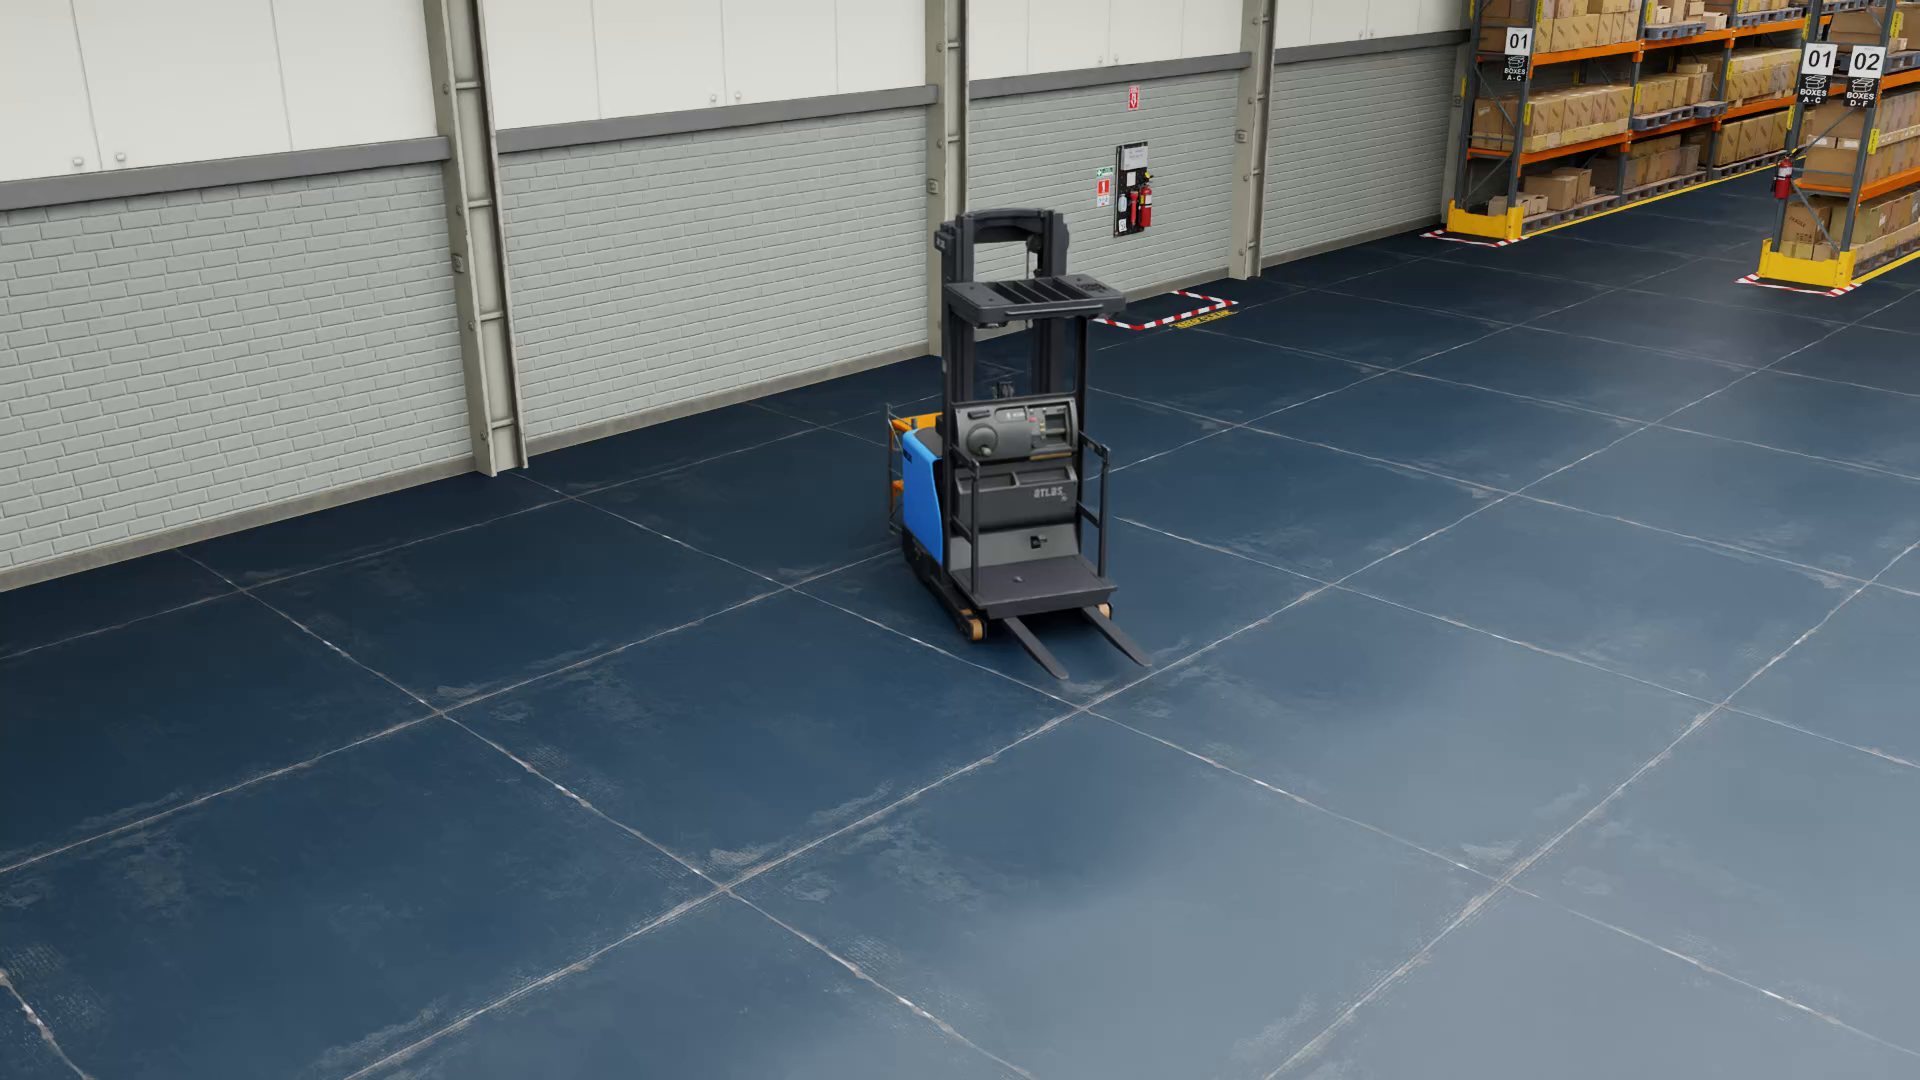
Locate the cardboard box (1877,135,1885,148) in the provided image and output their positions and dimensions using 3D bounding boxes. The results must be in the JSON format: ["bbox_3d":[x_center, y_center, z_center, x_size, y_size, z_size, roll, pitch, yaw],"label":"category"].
[{"bbox_3d":[12.698,-5.597,23.274,0.380,0.149,0.250,19,28,41],"label":"cardboard box"}]

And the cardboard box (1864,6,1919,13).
[{"bbox_3d":[13.464,-7.415,23.941,0.637,0.503,0.797,-16,26,-36],"label":"cardboard box"}]

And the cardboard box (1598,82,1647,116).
[{"bbox_3d":[11.531,-7.710,29.062,0.700,0.500,0.500,19,28,41],"label":"cardboard box"}]

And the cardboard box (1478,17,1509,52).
[{"bbox_3d":[8.470,-7.934,26.050,0.500,0.500,0.500,-18,27,-38],"label":"cardboard box"}]

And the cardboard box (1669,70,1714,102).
[{"bbox_3d":[13.621,-8.493,31.098,0.700,0.500,0.500,15,26,35],"label":"cardboard box"}]

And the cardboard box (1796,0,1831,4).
[{"bbox_3d":[17.403,-11.076,33.877,0.500,0.250,0.500,19,28,40],"label":"cardboard box"}]

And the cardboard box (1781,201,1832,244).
[{"bbox_3d":[12.073,-4.543,23.778,0.500,0.500,0.500,19,28,41],"label":"cardboard box"}]

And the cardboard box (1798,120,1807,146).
[{"bbox_3d":[17.327,-8.588,34.997,0.700,0.500,0.500,20,29,41],"label":"cardboard box"}]

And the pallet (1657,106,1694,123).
[{"bbox_3d":[12.590,-7.755,30.200,1.003,0.211,1.213,19,28,41],"label":"pallet"}]

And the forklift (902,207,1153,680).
[{"bbox_3d":[0.485,-0.797,11.925,1.130,2.935,3.031,-7,22,-18],"label":"forklift"}]

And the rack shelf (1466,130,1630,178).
[{"bbox_3d":[9.756,-6.486,27.632,1.077,0.370,4.000,19,28,41],"label":"rack shelf"}]

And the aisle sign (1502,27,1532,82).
[{"bbox_3d":[8.525,-7.427,25.456,0.394,0.787,0.004,19,28,41],"label":"aisle sign"}]

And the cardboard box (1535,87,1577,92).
[{"bbox_3d":[9.958,-7.298,27.878,0.500,0.500,0.500,-19,28,-41],"label":"cardboard box"}]

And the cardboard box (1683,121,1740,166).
[{"bbox_3d":[14.548,-7.713,32.232,0.750,0.750,0.750,19,28,40],"label":"cardboard box"}]

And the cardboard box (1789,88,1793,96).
[{"bbox_3d":[16.699,-9.126,33.822,0.380,0.149,0.250,20,28,41],"label":"cardboard box"}]

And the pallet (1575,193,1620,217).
[{"bbox_3d":[10.708,-5.852,28.869,1.003,0.211,1.213,19,28,41],"label":"pallet"}]

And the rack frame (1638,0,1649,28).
[{"bbox_3d":[11.151,-10.136,27.764,1.000,3.000,0.127,19,28,41],"label":"rack frame"}]

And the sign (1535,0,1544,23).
[{"bbox_3d":[8.750,-7.980,25.117,0.100,0.325,0.005,19,28,41],"label":"sign"}]

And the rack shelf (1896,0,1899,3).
[{"bbox_3d":[13.308,-7.860,23.404,1.077,0.370,4.000,19,28,41],"label":"rack shelf"}]

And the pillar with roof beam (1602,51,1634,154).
[{"bbox_3d":[15.499,-9.969,27.330,9.100,9.000,0.400,19,28,41],"label":"pillar with roof beam"}]

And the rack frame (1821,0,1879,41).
[{"bbox_3d":[19.522,-10.420,36.866,1.000,3.000,0.127,19,28,41],"label":"rack frame"}]

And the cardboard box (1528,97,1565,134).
[{"bbox_3d":[9.261,-6.769,26.502,0.500,0.500,0.500,19,28,41],"label":"cardboard box"}]

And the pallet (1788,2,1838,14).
[{"bbox_3d":[17.310,-10.958,34.209,1.003,0.211,1.213,19,28,41],"label":"pallet"}]

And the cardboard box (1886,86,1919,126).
[{"bbox_3d":[13.696,-6.375,24.393,0.700,0.500,0.500,19,28,41],"label":"cardboard box"}]

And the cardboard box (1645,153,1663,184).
[{"bbox_3d":[12.362,-6.834,30.406,0.700,0.500,0.500,20,28,41],"label":"cardboard box"}]

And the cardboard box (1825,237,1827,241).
[{"bbox_3d":[12.415,-4.324,24.254,0.500,0.250,0.500,19,28,41],"label":"cardboard box"}]

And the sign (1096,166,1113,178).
[{"bbox_3d":[1.842,-4.682,21.150,0.001,0.109,0.331,19,28,41],"label":"sign"}]

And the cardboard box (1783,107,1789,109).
[{"bbox_3d":[17.810,-9.172,35.612,0.380,0.149,0.250,20,28,41],"label":"cardboard box"}]

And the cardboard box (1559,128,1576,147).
[{"bbox_3d":[9.640,-6.559,27.002,0.500,0.250,0.500,19,28,40],"label":"cardboard box"}]

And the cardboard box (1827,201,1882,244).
[{"bbox_3d":[12.793,-4.542,23.775,0.500,0.500,0.500,19,28,41],"label":"cardboard box"}]

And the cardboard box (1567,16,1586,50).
[{"bbox_3d":[9.533,-8.050,26.352,0.500,0.500,0.500,-19,28,-40],"label":"cardboard box"}]

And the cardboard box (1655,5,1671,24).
[{"bbox_3d":[12.019,-9.169,28.969,0.500,0.311,0.500,-19,28,-40],"label":"cardboard box"}]

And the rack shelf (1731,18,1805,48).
[{"bbox_3d":[15.337,-9.942,32.444,1.077,0.370,4.000,19,28,41],"label":"rack shelf"}]

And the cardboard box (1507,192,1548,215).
[{"bbox_3d":[9.306,-5.560,27.354,0.500,0.311,0.500,-17,27,-38],"label":"cardboard box"}]

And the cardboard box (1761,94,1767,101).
[{"bbox_3d":[15.781,-8.811,33.001,0.380,0.149,0.250,18,28,39],"label":"cardboard box"}]

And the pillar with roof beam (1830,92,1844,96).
[{"bbox_3d":[23.871,-13.054,35.355,9.100,9.000,0.400,19,28,41],"label":"pillar with roof beam"}]

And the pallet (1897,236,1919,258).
[{"bbox_3d":[14.118,-4.601,25.613,1.003,0.211,1.213,19,28,41],"label":"pallet"}]

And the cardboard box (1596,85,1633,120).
[{"bbox_3d":[11.043,-7.426,28.212,0.500,0.500,0.500,19,28,41],"label":"cardboard box"}]

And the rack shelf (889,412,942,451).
[{"bbox_3d":[-0.037,-0.889,13.864,1.000,0.278,0.538,-12,24,-28],"label":"rack shelf"}]

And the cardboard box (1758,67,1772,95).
[{"bbox_3d":[15.540,-9.015,32.628,0.500,0.500,0.500,-19,28,-41],"label":"cardboard box"}]

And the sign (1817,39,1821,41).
[{"bbox_3d":[19.129,-11.002,37.062,0.100,0.325,0.005,19,28,41],"label":"sign"}]

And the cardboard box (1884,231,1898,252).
[{"bbox_3d":[13.494,-4.448,24.576,0.500,0.250,0.500,19,28,41],"label":"cardboard box"}]

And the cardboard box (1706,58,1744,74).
[{"bbox_3d":[14.463,-8.968,31.461,0.500,0.250,0.500,-19,28,-41],"label":"cardboard box"}]

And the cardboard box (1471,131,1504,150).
[{"bbox_3d":[8.548,-6.415,26.628,0.500,0.250,0.500,-20,28,-41],"label":"cardboard box"}]

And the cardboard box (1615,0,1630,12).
[{"bbox_3d":[10.619,-8.917,27.215,0.500,0.500,0.500,-18,28,-39],"label":"cardboard box"}]

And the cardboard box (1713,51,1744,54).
[{"bbox_3d":[15.151,-9.485,32.804,0.500,0.250,0.500,18,28,39],"label":"cardboard box"}]

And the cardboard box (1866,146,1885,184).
[{"bbox_3d":[12.610,-5.368,23.583,0.500,0.500,0.700,-19,28,-41],"label":"cardboard box"}]

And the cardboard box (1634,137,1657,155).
[{"bbox_3d":[12.318,-7.166,30.226,0.500,0.250,0.500,18,28,39],"label":"cardboard box"}]

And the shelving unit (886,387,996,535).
[{"bbox_3d":[-0.037,-0.615,13.970,1.048,1.125,0.538,-12,24,-28],"label":"shelving unit"}]

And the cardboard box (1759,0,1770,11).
[{"bbox_3d":[15.302,-10.573,32.331,0.700,0.500,0.500,19,28,41],"label":"cardboard box"}]

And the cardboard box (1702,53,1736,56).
[{"bbox_3d":[14.796,-9.353,32.463,0.500,0.250,0.500,18,28,39],"label":"cardboard box"}]

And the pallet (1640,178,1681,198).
[{"bbox_3d":[12.544,-6.550,30.682,1.003,0.211,1.213,19,28,41],"label":"pallet"}]

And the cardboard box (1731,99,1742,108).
[{"bbox_3d":[14.765,-8.392,31.912,0.250,0.149,0.380,-19,28,-40],"label":"cardboard box"}]

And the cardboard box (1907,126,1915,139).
[{"bbox_3d":[13.597,-5.928,24.134,0.250,0.149,0.380,-19,28,-40],"label":"cardboard box"}]
